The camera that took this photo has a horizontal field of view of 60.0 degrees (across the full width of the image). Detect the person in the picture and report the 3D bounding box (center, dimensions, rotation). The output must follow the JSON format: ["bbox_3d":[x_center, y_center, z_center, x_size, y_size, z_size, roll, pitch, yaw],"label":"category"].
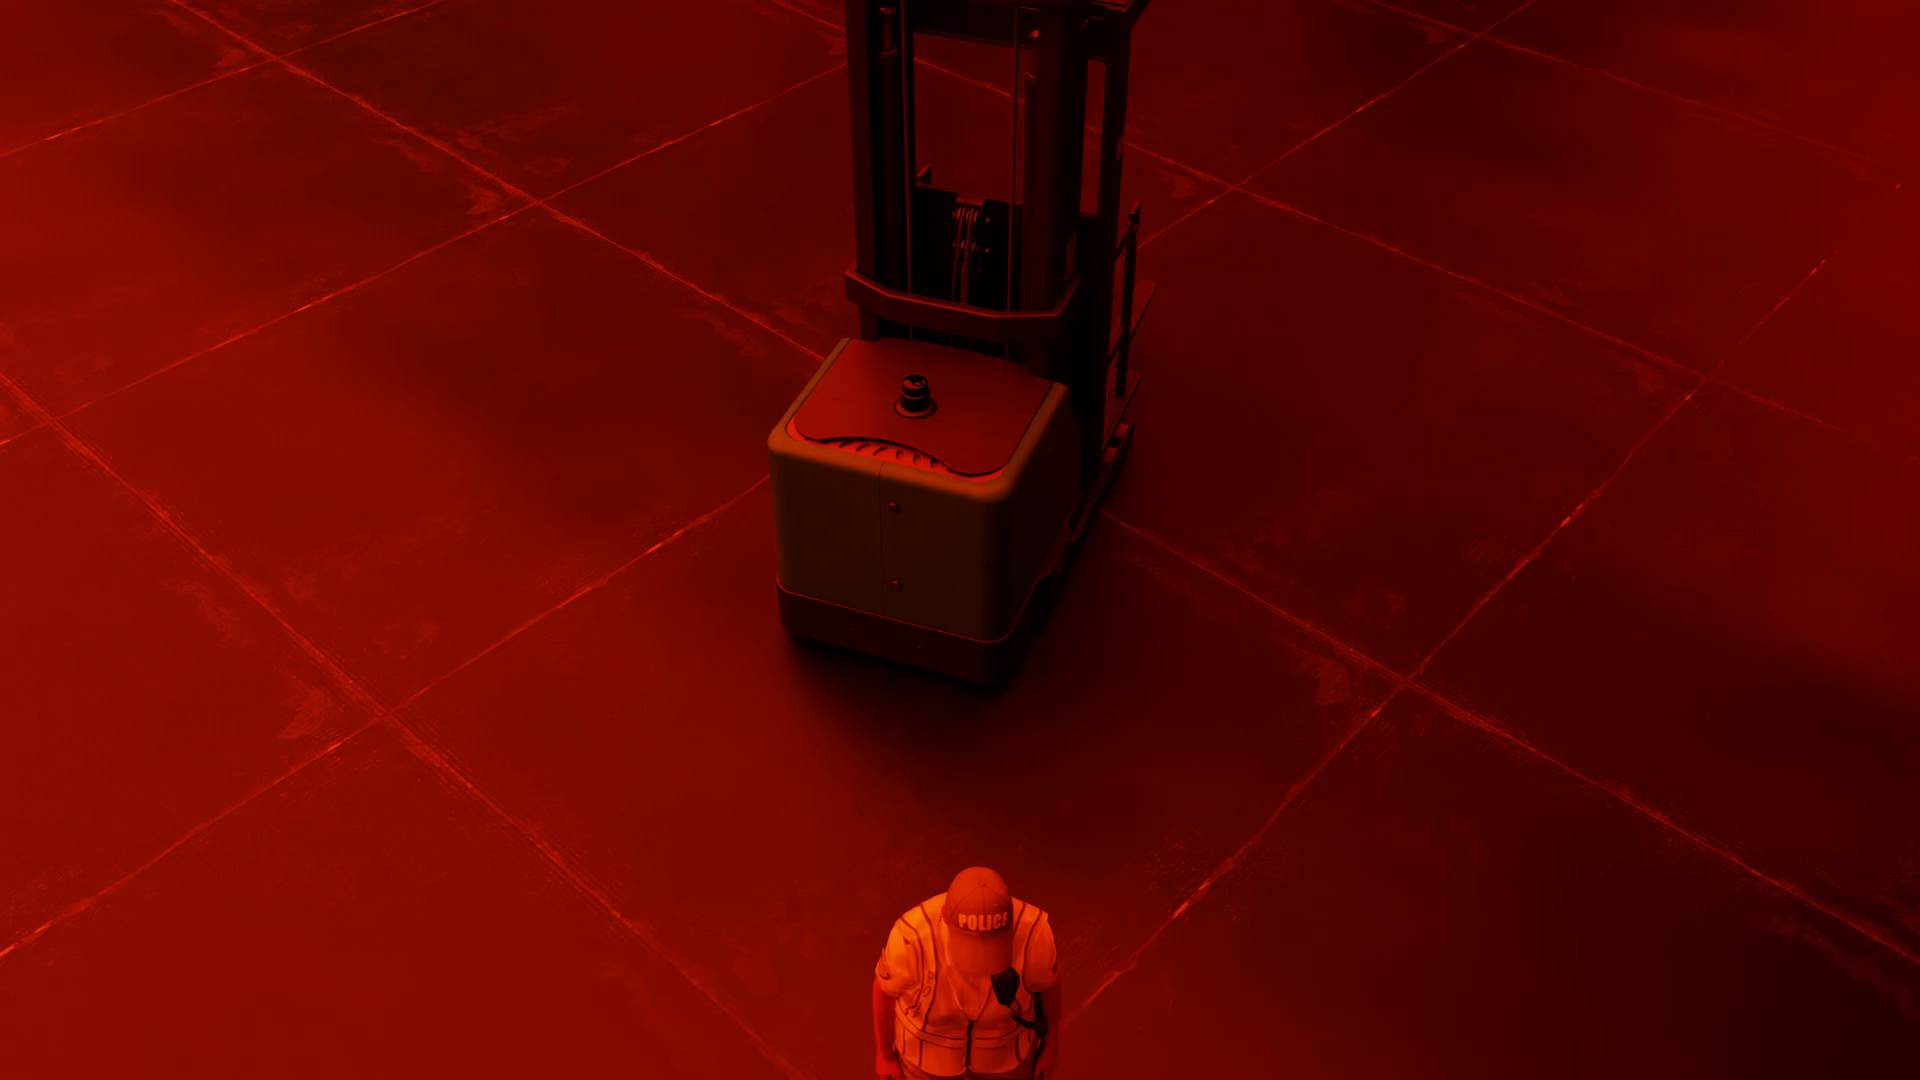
[{"bbox_3d":[0.005,1.448,4.714,0.562,1.665,0.470,-1,41,-2],"label":"person"}]

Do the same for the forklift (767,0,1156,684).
[{"bbox_3d":[0.211,-1.484,7.158,1.130,2.935,3.031,14,42,15],"label":"forklift"}]
